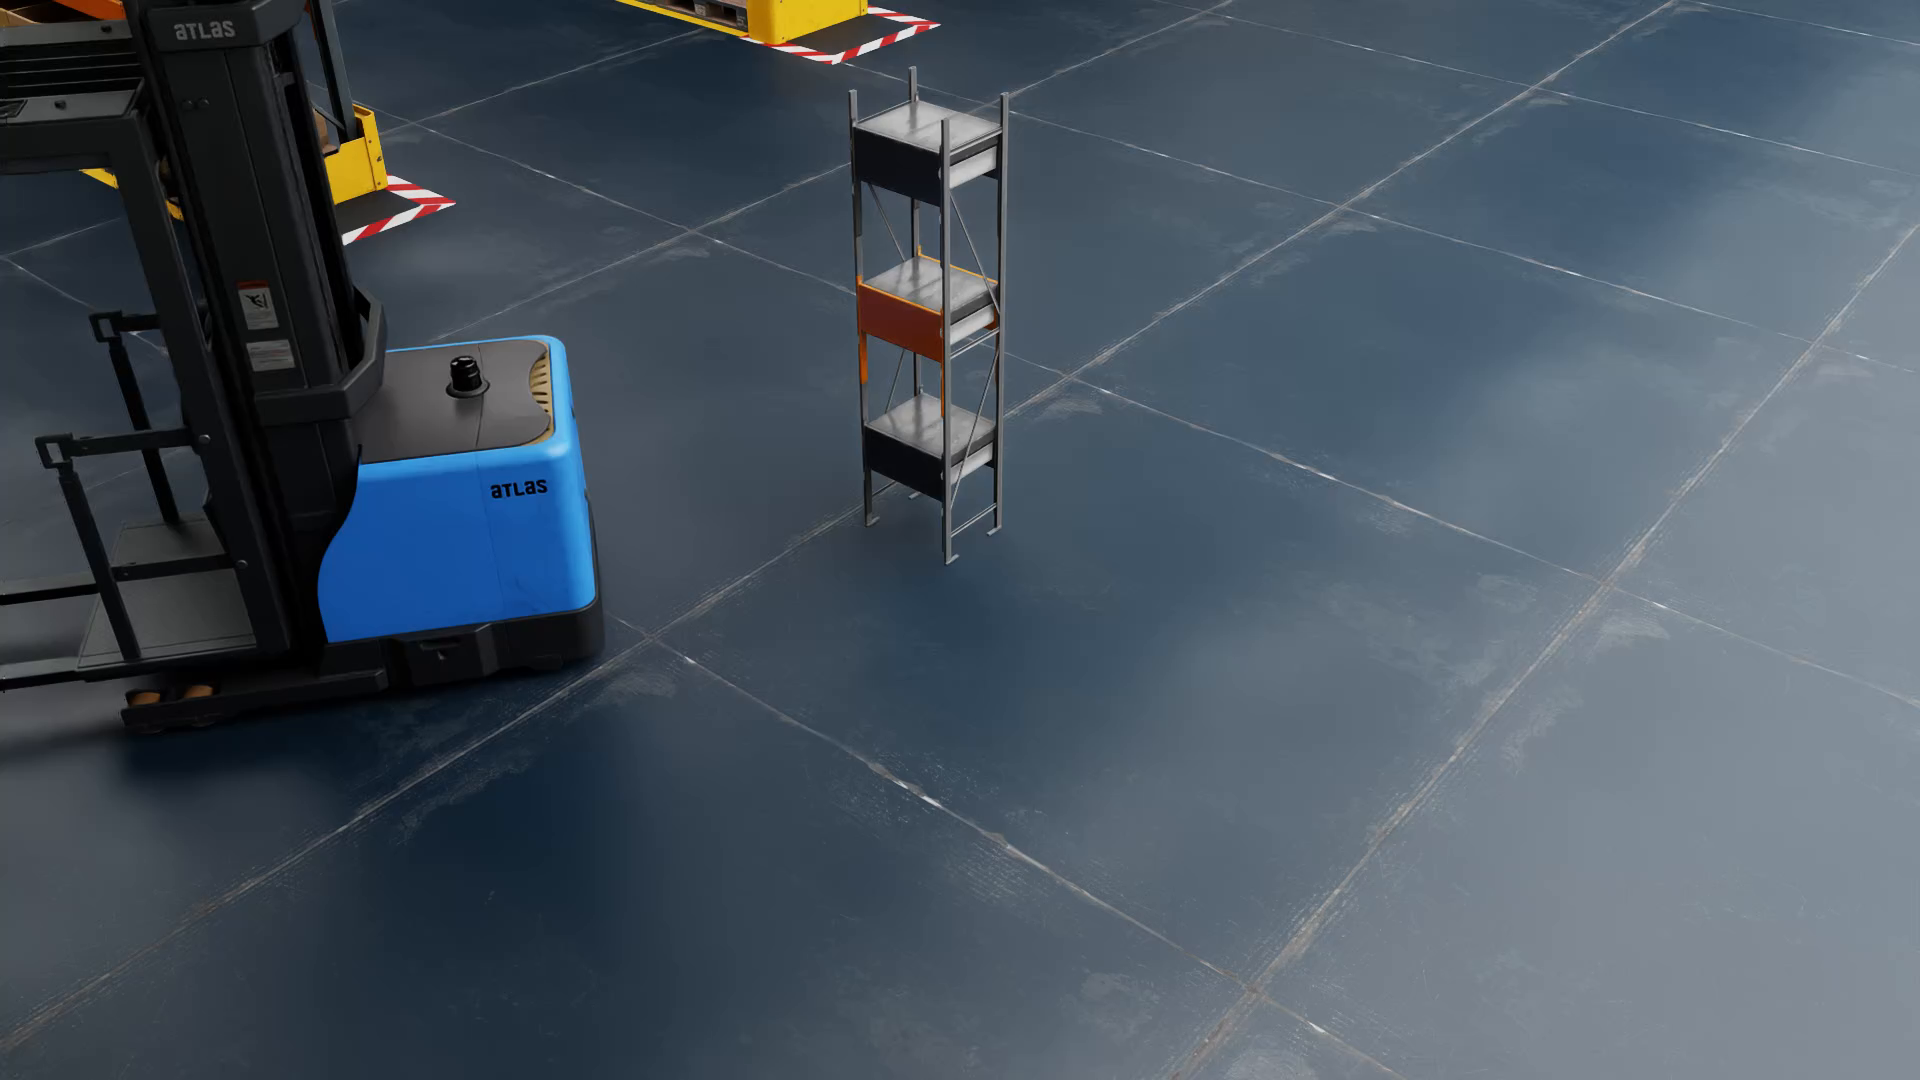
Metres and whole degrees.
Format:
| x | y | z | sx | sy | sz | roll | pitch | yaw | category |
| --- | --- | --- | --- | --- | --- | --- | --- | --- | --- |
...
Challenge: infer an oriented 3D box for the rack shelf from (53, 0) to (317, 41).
| x | y | z | sx | sy | sz | roll | pitch | yaw | category |
| --- | --- | --- | --- | --- | --- | --- | --- | --- | --- |
| -5.899 | -3.880 | 11.386 | 4.000 | 0.370 | 1.077 | 25 | 42 | 32 | rack shelf |

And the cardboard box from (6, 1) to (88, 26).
| x | y | z | sx | sy | sz | roll | pitch | yaw | category |
| --- | --- | --- | --- | --- | --- | --- | --- | --- | --- |
| -6.126 | -3.403 | 11.451 | 0.500 | 0.500 | 0.500 | 25 | 42 | 32 | cardboard box |

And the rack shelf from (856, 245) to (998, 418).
| x | y | z | sx | sy | sz | roll | pitch | yaw | category |
| --- | --- | --- | --- | --- | --- | --- | --- | --- | --- |
| -0.127 | -0.914 | 7.251 | 0.480 | 0.518 | 0.431 | 25 | 42 | 32 | rack shelf |

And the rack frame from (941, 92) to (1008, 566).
| x | y | z | sx | sy | sz | roll | pitch | yaw | category |
| --- | --- | --- | --- | --- | --- | --- | --- | --- | --- |
| 0.060 | -0.837 | 7.114 | 0.015 | 2.100 | 0.400 | 25 | 42 | 32 | rack frame |

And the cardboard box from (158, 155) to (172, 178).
| x | y | z | sx | sy | sz | roll | pitch | yaw | category |
| --- | --- | --- | --- | --- | --- | --- | --- | --- | --- |
| -4.964 | -2.557 | 10.882 | 0.500 | 0.250 | 0.500 | 25 | 42 | 32 | cardboard box |

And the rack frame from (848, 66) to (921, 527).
| x | y | z | sx | sy | sz | roll | pitch | yaw | category |
| --- | --- | --- | --- | --- | --- | --- | --- | --- | --- |
| -0.315 | -1.014 | 7.372 | 0.015 | 2.100 | 0.400 | 25 | 42 | 32 | rack frame |

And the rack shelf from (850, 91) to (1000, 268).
| x | y | z | sx | sy | sz | roll | pitch | yaw | category |
| --- | --- | --- | --- | --- | --- | --- | --- | --- | --- |
| -0.127 | -1.491 | 6.854 | 0.480 | 0.518 | 0.431 | 25 | 42 | 32 | rack shelf |

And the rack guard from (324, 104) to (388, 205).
| x | y | z | sx | sy | sz | roll | pitch | yaw | category |
| --- | --- | --- | --- | --- | --- | --- | --- | --- | --- |
| -4.344 | -2.413 | 10.822 | 0.348 | 0.500 | 1.175 | 25 | 42 | 32 | rack guard |

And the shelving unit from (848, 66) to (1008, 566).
| x | y | z | sx | sy | sz | roll | pitch | yaw | category |
| --- | --- | --- | --- | --- | --- | --- | --- | --- | --- |
| -0.127 | -0.926 | 7.243 | 0.503 | 2.100 | 0.431 | 25 | 42 | 32 | shelving unit |

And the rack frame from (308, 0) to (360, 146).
| x | y | z | sx | sy | sz | roll | pitch | yaw | category |
| --- | --- | --- | --- | --- | --- | --- | --- | --- | --- |
| -4.362 | -3.452 | 10.127 | 0.127 | 3.000 | 1.000 | 25 | 42 | 32 | rack frame |

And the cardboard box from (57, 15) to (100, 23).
| x | y | z | sx | sy | sz | roll | pitch | yaw | category |
| --- | --- | --- | --- | --- | --- | --- | --- | --- | --- |
| -5.743 | -3.221 | 11.187 | 0.500 | 0.500 | 0.500 | 25 | 42 | 32 | cardboard box |

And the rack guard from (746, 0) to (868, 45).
| x | y | z | sx | sy | sz | roll | pitch | yaw | category |
| --- | --- | --- | --- | --- | --- | --- | --- | --- | --- |
| -1.279 | -4.582 | 13.981 | 0.348 | 0.500 | 1.175 | 25 | 42 | 32 | rack guard |

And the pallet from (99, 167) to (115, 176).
| x | y | z | sx | sy | sz | roll | pitch | yaw | category |
| --- | --- | --- | --- | --- | --- | --- | --- | --- | --- |
| -5.910 | -3.003 | 11.937 | 1.213 | 0.211 | 1.003 | 25 | 42 | 32 | pallet |

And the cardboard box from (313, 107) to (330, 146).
| x | y | z | sx | sy | sz | roll | pitch | yaw | category |
| --- | --- | --- | --- | --- | --- | --- | --- | --- | --- |
| -4.632 | -2.783 | 11.210 | 0.500 | 0.250 | 0.500 | 25 | 42 | 32 | cardboard box |

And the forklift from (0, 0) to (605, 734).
| x | y | z | sx | sy | sz | roll | pitch | yaw | category |
| --- | --- | --- | --- | --- | --- | --- | --- | --- | --- |
| -3.066 | -0.766 | 6.276 | 3.031 | 2.935 | 1.130 | -8 | 35 | -11 | forklift |

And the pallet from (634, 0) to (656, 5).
| x | y | z | sx | sy | sz | roll | pitch | yaw | category |
| --- | --- | --- | --- | --- | --- | --- | --- | --- | --- |
| -2.833 | -5.202 | 15.138 | 1.213 | 0.211 | 1.003 | 25 | 42 | 32 | pallet |

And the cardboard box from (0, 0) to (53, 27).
| x | y | z | sx | sy | sz | roll | pitch | yaw | category |
| --- | --- | --- | --- | --- | --- | --- | --- | --- | --- |
| -6.512 | -3.583 | 11.714 | 0.500 | 0.500 | 0.500 | 25 | 42 | 32 | cardboard box |

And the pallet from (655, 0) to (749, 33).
| x | y | z | sx | sy | sz | roll | pitch | yaw | category |
| --- | --- | --- | --- | --- | --- | --- | --- | --- | --- |
| -1.900 | -4.760 | 14.495 | 1.213 | 0.211 | 1.003 | 25 | 42 | 32 | pallet |

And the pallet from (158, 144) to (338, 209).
| x | y | z | sx | sy | sz | roll | pitch | yaw | category |
| --- | --- | --- | --- | --- | --- | --- | --- | --- | --- |
| -4.977 | -2.561 | 11.293 | 1.213 | 0.211 | 1.003 | 25 | 42 | 32 | pallet |

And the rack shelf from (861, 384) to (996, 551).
| x | y | z | sx | sy | sz | roll | pitch | yaw | category |
| --- | --- | --- | --- | --- | --- | --- | --- | --- | --- |
| -0.127 | -0.337 | 7.647 | 0.480 | 0.518 | 0.431 | 25 | 42 | 32 | rack shelf |
